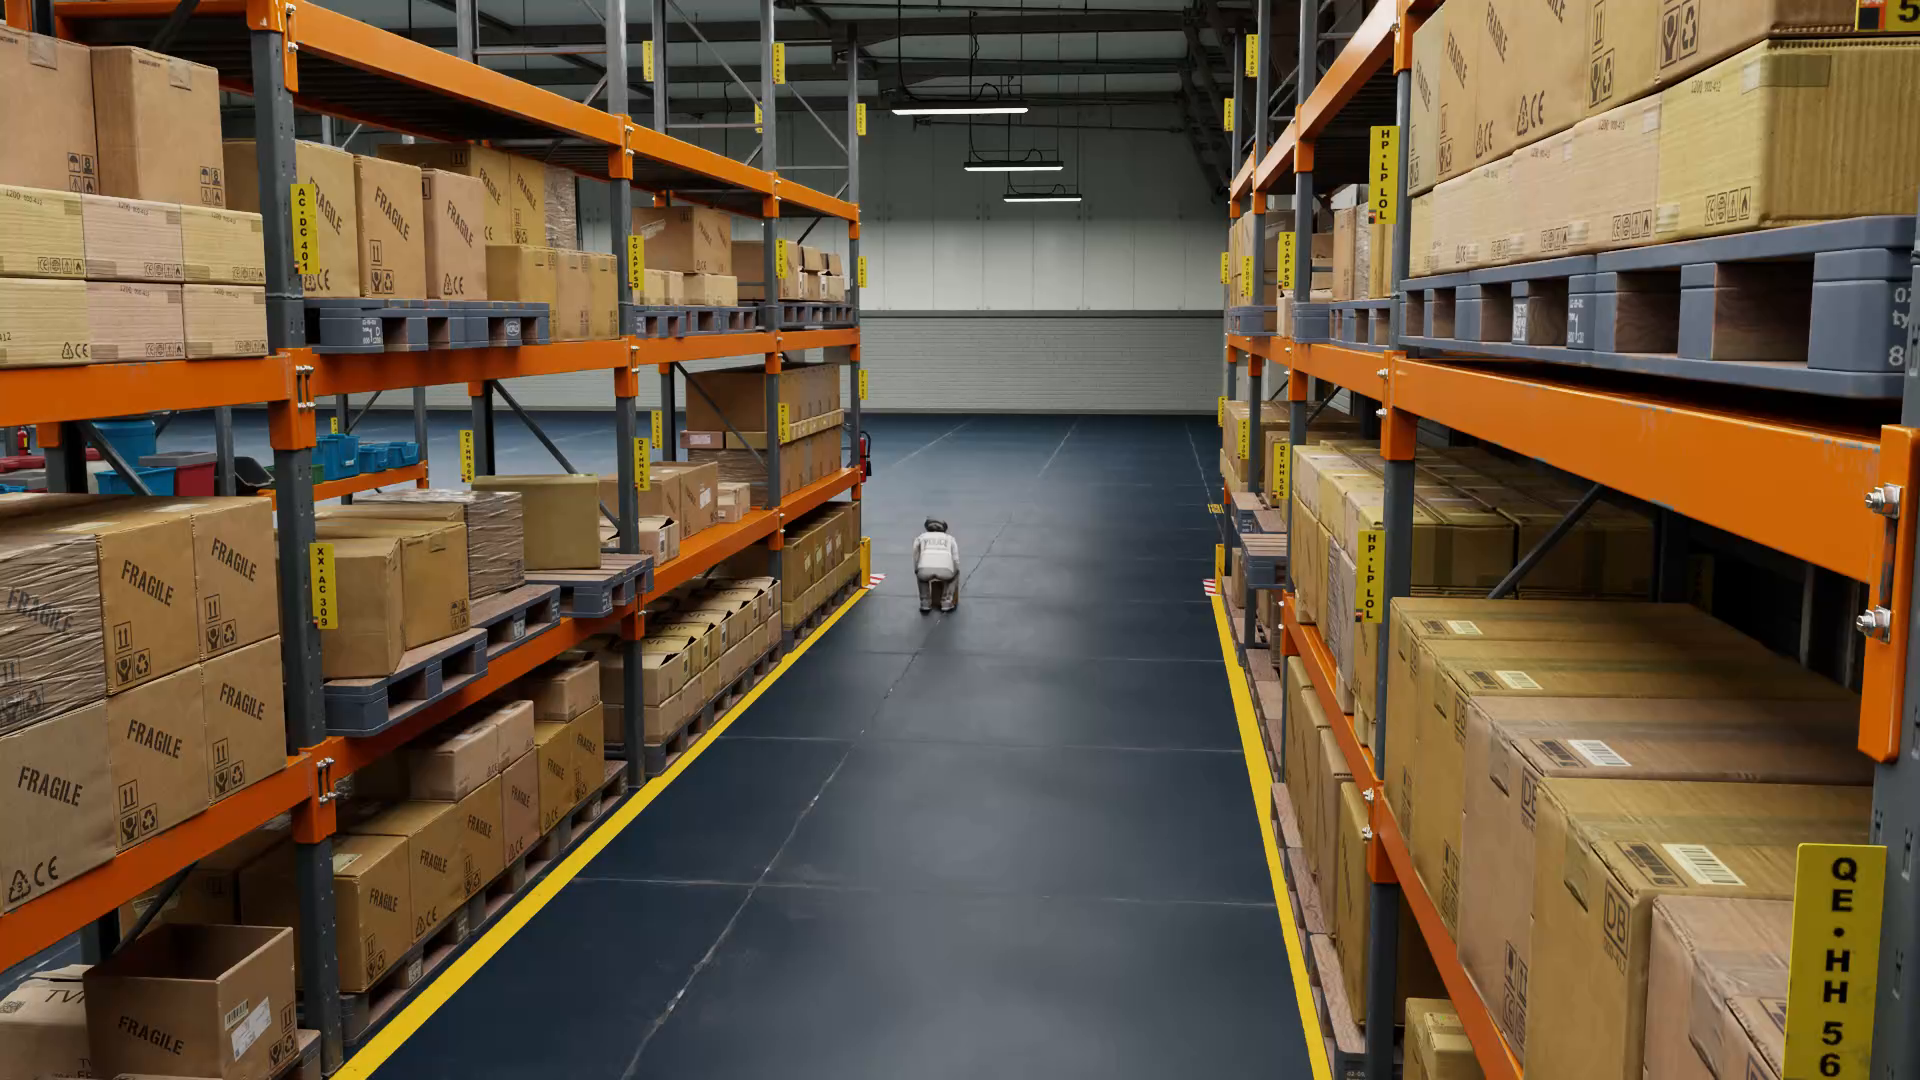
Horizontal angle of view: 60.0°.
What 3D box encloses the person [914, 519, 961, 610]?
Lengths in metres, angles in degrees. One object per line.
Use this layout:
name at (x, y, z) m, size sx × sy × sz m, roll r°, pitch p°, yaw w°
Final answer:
person at (-0.244, 0.255, 16.849) m, size 0.471 × 0.886 × 0.856 m, roll 1°, pitch 8°, yaw 6°
